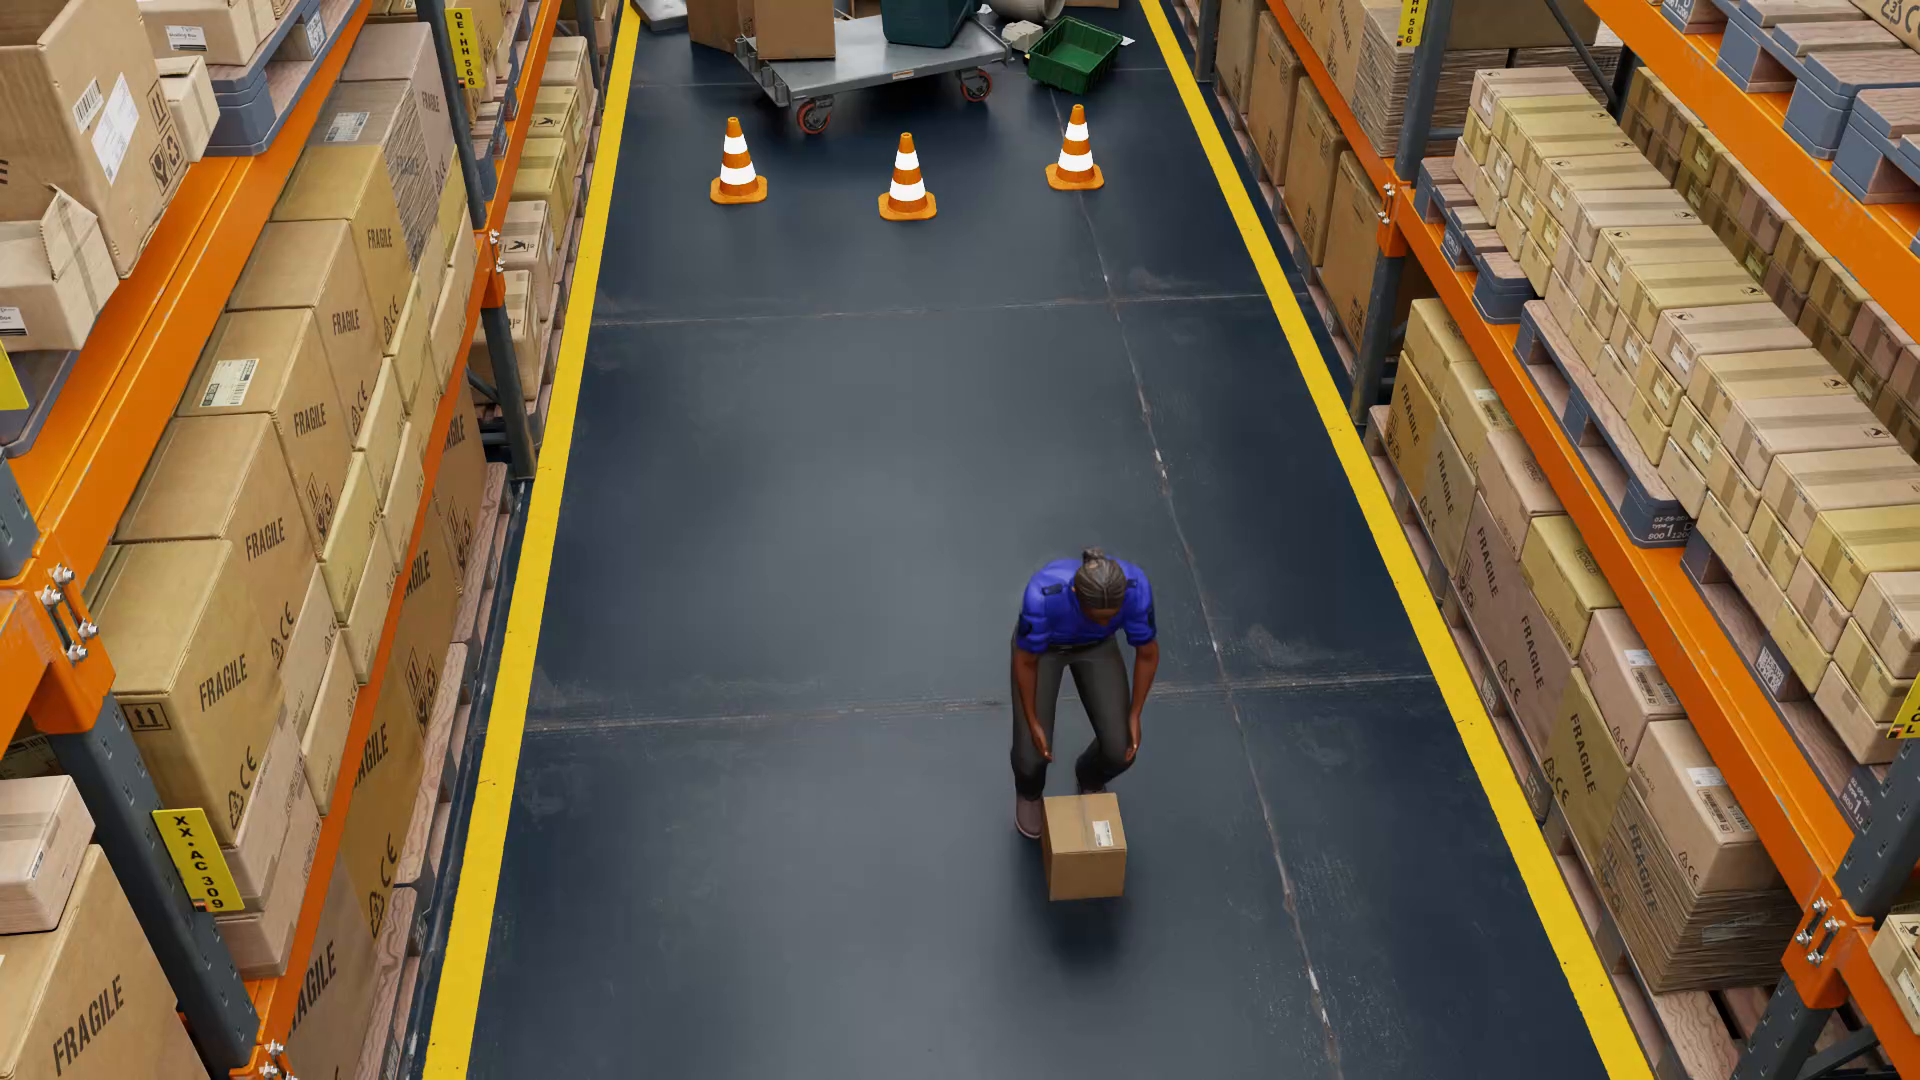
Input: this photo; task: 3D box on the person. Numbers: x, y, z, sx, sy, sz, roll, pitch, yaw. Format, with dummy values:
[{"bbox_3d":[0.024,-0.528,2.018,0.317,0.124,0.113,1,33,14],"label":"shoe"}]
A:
[{"bbox_3d":[0.421,0.481,5.792,0.495,1.391,0.616,-3,39,-4],"label":"person"}]
